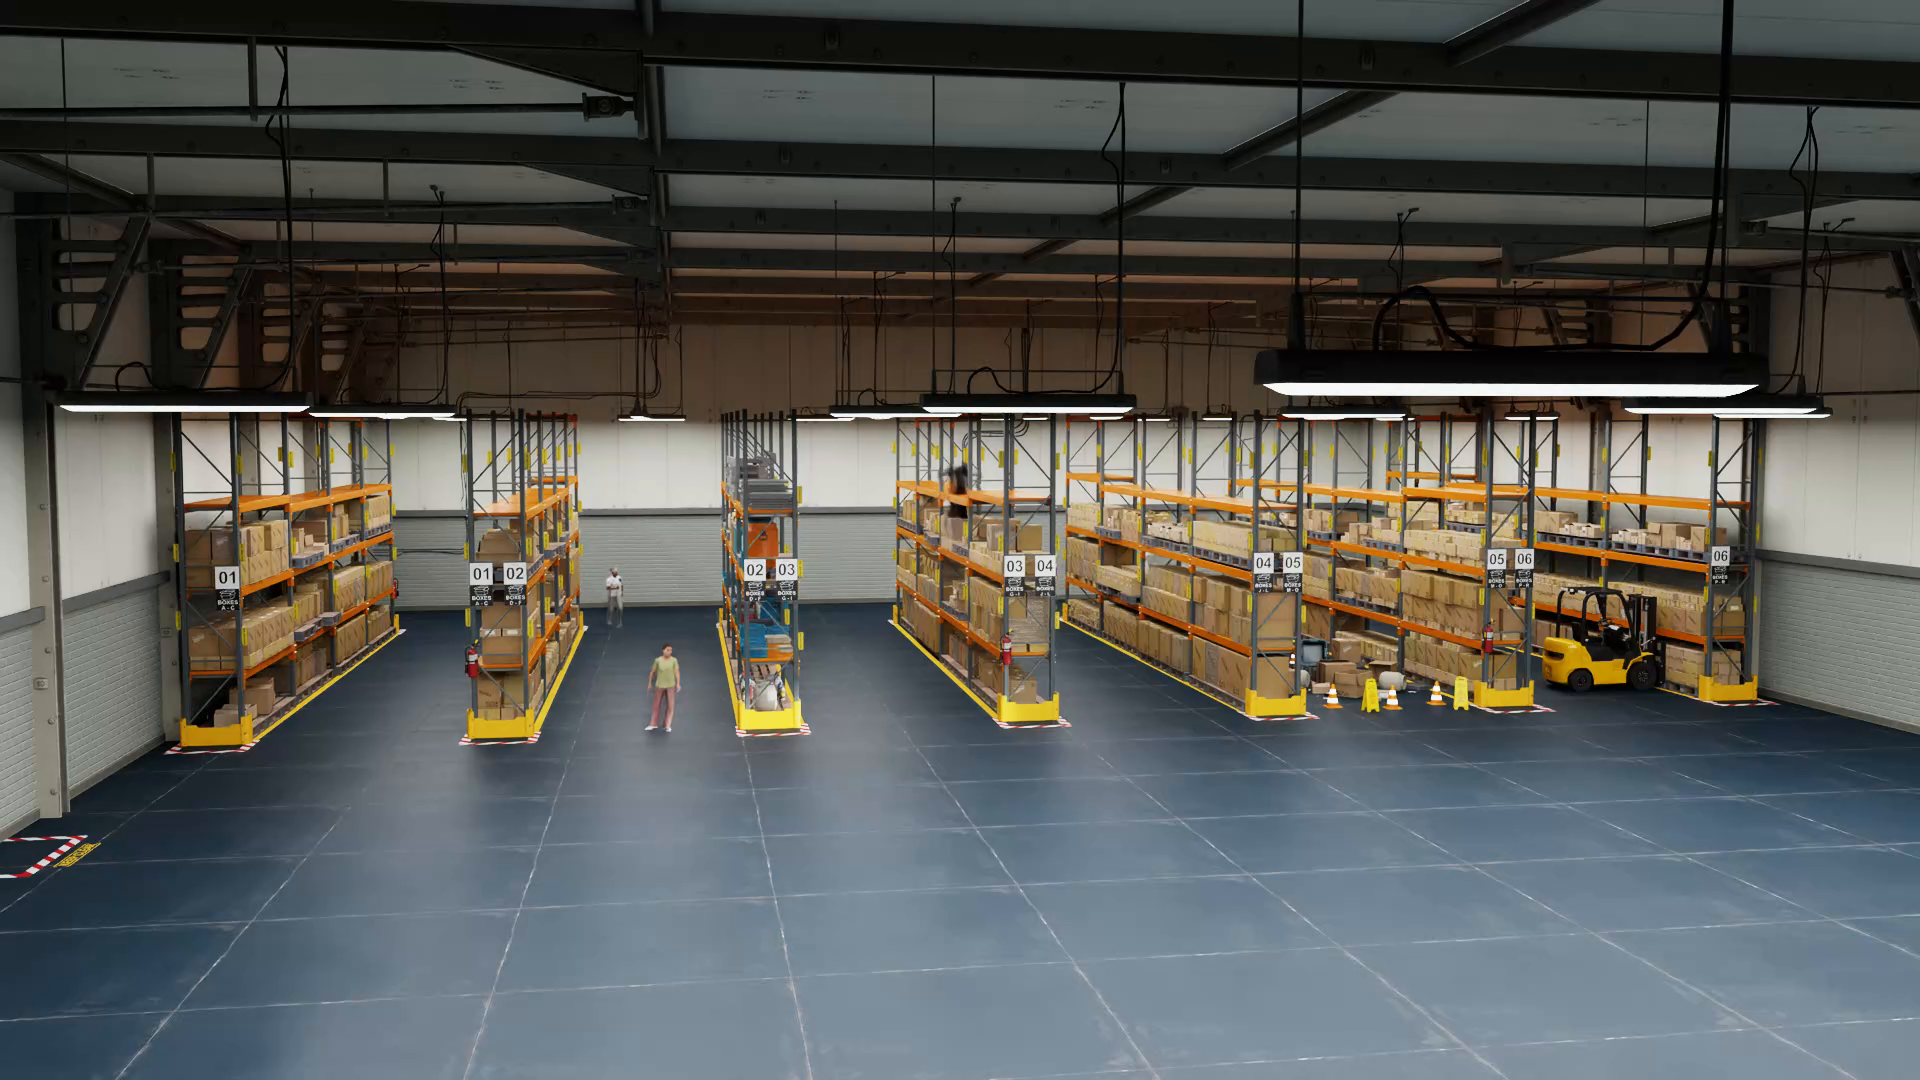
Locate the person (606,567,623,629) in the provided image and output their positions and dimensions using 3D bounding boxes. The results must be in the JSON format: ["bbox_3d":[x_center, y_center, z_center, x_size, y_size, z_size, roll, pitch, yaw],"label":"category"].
[{"bbox_3d":[-9.721,1.618,46.778,0.536,1.749,0.848,-2,5,-31],"label":"person"}]

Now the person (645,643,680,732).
[{"bbox_3d":[-5.562,2.749,31.052,0.661,1.653,0.447,-1,4,-11],"label":"person"}]

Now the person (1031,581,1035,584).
[{"bbox_3d":[2.171,1.448,49.010,0.685,1.778,0.665,1,4,15],"label":"person"}]
